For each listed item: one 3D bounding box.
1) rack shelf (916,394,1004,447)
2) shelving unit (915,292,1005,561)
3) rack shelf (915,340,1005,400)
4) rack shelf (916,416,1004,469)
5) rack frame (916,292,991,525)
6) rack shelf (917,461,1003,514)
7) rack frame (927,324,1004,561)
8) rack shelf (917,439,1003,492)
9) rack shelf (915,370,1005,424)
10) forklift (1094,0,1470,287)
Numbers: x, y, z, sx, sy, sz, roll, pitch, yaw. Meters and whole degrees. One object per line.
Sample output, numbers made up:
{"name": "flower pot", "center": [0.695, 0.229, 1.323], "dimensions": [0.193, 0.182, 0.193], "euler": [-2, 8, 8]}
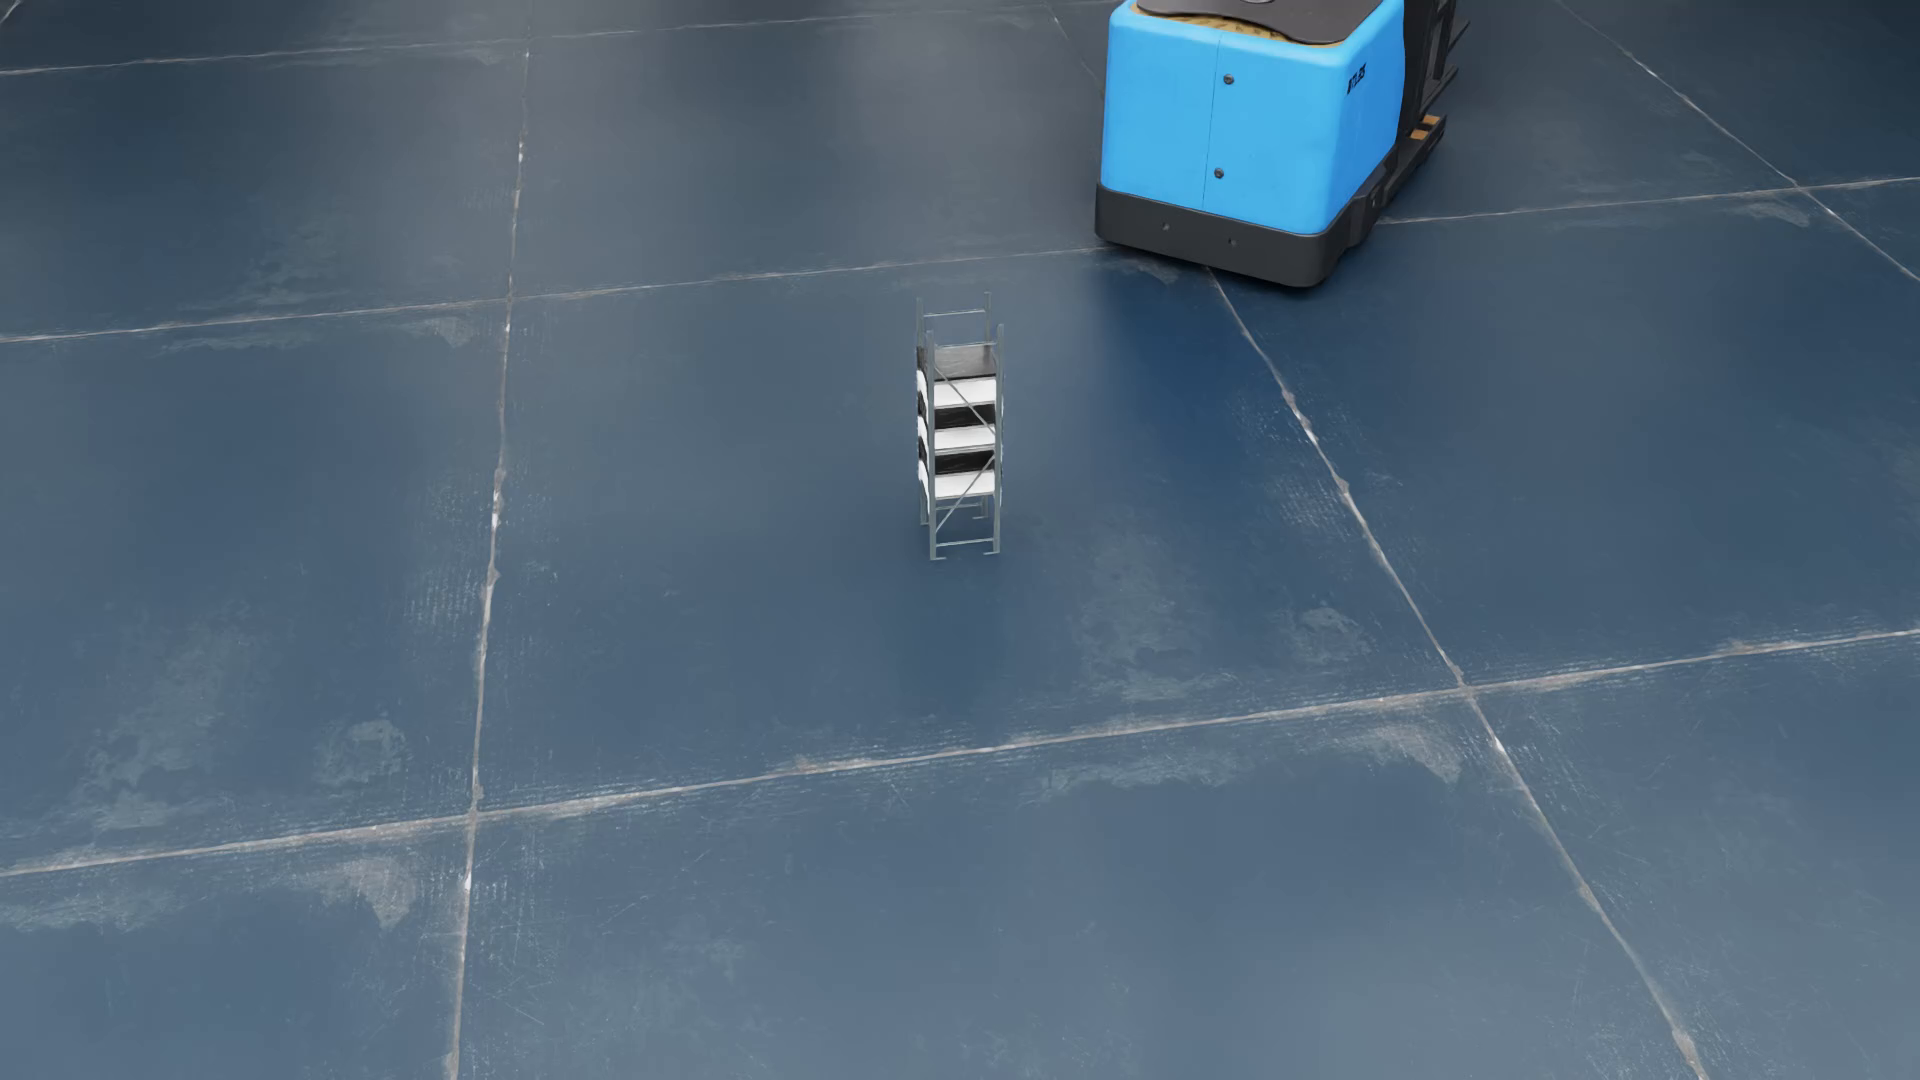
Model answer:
{"name": "rack shelf", "center": [-0.001, -0.405, 5.445], "dimensions": [0.258, 0.077, 0.200], "euler": [-6, 38, -8]}
{"name": "shelving unit", "center": [-0.001, -0.360, 5.480], "dimensions": [0.258, 0.900, 0.210], "euler": [-6, 38, -8]}
{"name": "rack shelf", "center": [-0.001, -0.547, 5.335], "dimensions": [0.258, 0.077, 0.200], "euler": [-6, 38, -8]}
{"name": "rack shelf", "center": [-0.001, -0.334, 5.501], "dimensions": [0.258, 0.077, 0.200], "euler": [-6, 38, -8]}
{"name": "rack frame", "center": [-0.019, -0.422, 5.559], "dimensions": [0.240, 0.900, 0.006], "euler": [-6, 38, -8]}
{"name": "rack shelf", "center": [-0.001, -0.192, 5.611], "dimensions": [0.258, 0.077, 0.200], "euler": [-6, 38, -8]}
{"name": "rack frame", "center": [0.016, -0.299, 5.401], "dimensions": [0.240, 0.900, 0.006], "euler": [-6, 38, -8]}
{"name": "rack shelf", "center": [-0.001, -0.263, 5.556], "dimensions": [0.258, 0.077, 0.200], "euler": [-6, 38, -8]}
{"name": "rack shelf", "center": [-0.001, -0.476, 5.390], "dimensions": [0.258, 0.077, 0.200], "euler": [-6, 38, -8]}
{"name": "forklift", "center": [1.748, -3.109, 7.363], "dimensions": [1.130, 2.935, 3.031], "euler": [19, 42, 22]}
